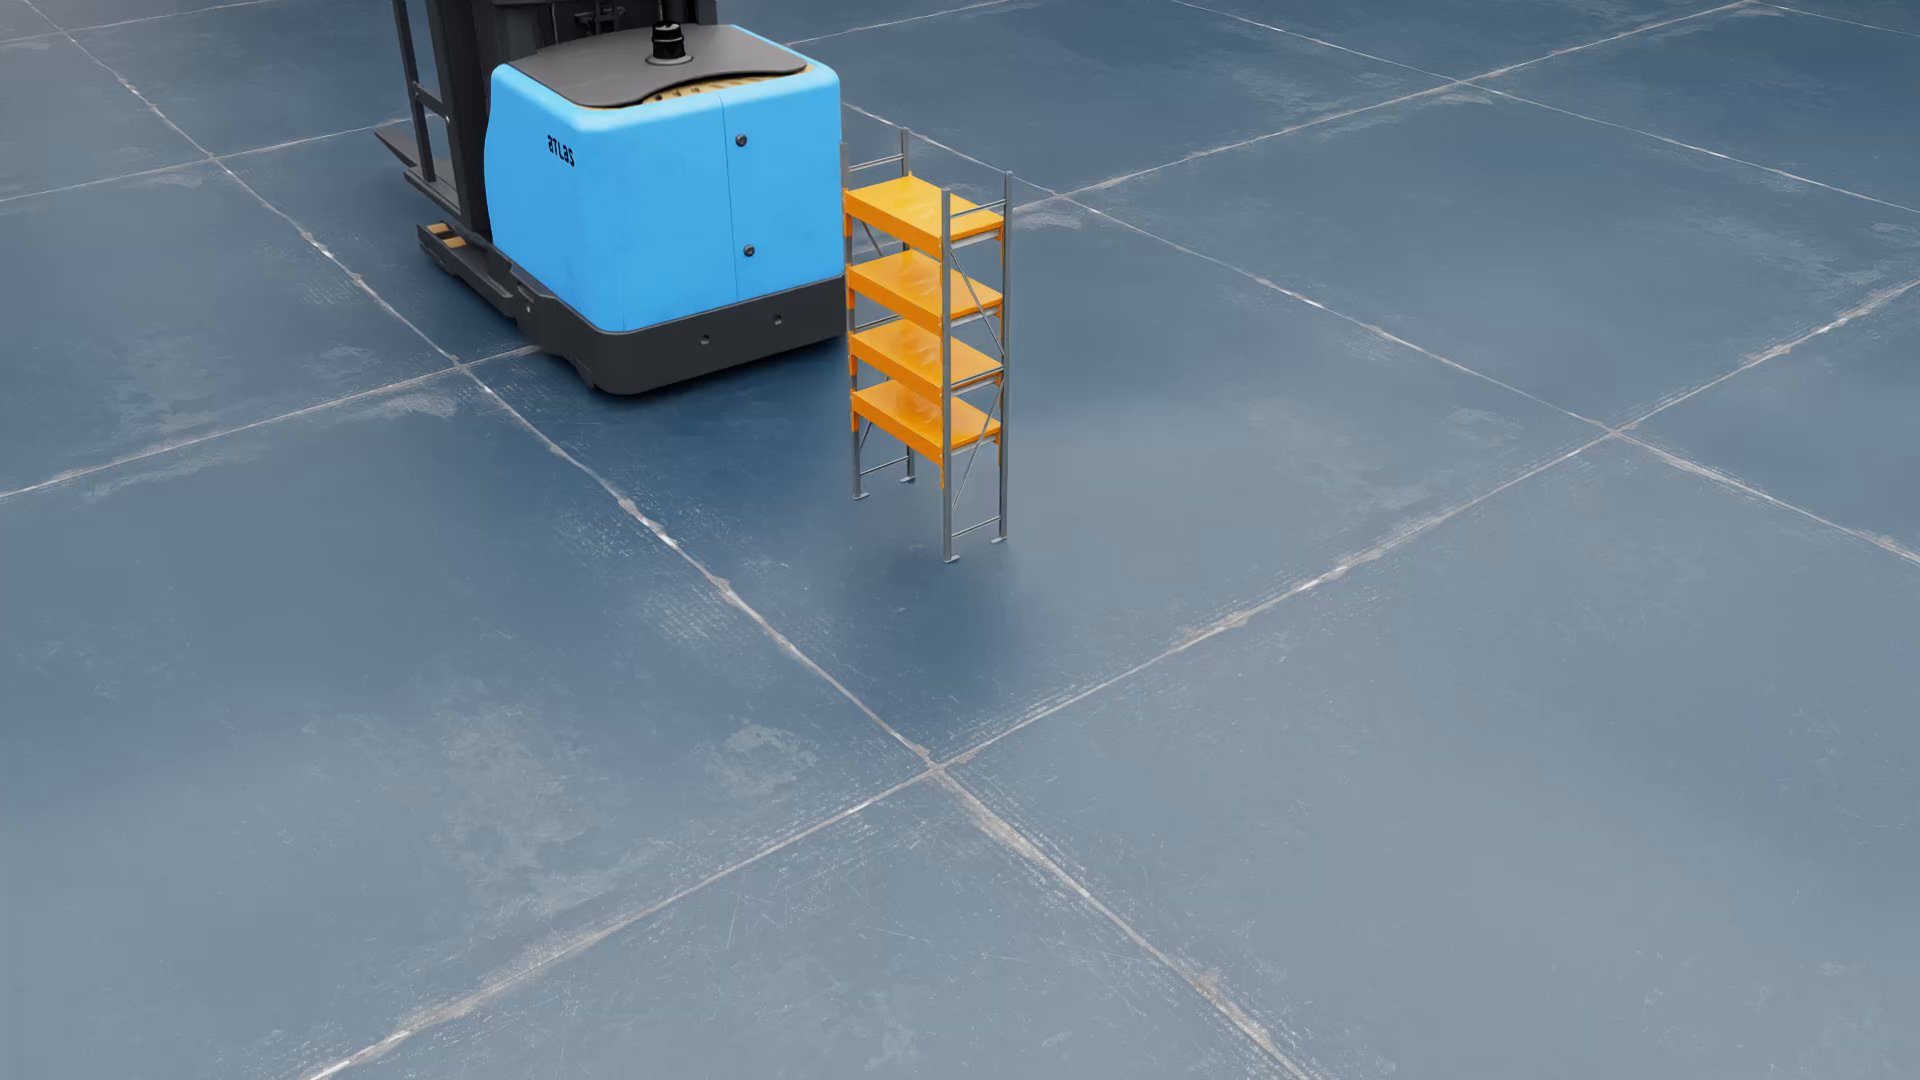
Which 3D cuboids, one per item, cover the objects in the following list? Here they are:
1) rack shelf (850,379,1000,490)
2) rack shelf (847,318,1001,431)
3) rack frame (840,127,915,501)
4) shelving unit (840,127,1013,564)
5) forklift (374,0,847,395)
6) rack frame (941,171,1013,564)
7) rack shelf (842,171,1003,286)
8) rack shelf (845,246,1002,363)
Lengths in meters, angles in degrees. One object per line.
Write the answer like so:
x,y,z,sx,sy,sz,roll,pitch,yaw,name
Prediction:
-0.101,-0.353,5.185,0.258,0.148,0.480,-22,38,-31,rack shelf
-0.101,-0.522,5.080,0.258,0.148,0.480,-22,38,-31,rack shelf
-0.251,-0.680,5.208,0.240,1.200,0.015,-22,38,-31,rack frame
-0.101,-0.579,5.045,0.258,1.200,0.503,-22,38,-31,shelving unit
-1.677,-2.492,6.484,1.130,2.935,3.031,-21,37,-29,forklift
0.048,-0.477,4.881,0.240,1.200,0.015,-22,38,-31,rack frame
-0.101,-0.913,4.837,0.258,0.148,0.480,-22,38,-31,rack shelf
-0.101,-0.712,4.962,0.258,0.148,0.480,-22,38,-31,rack shelf
